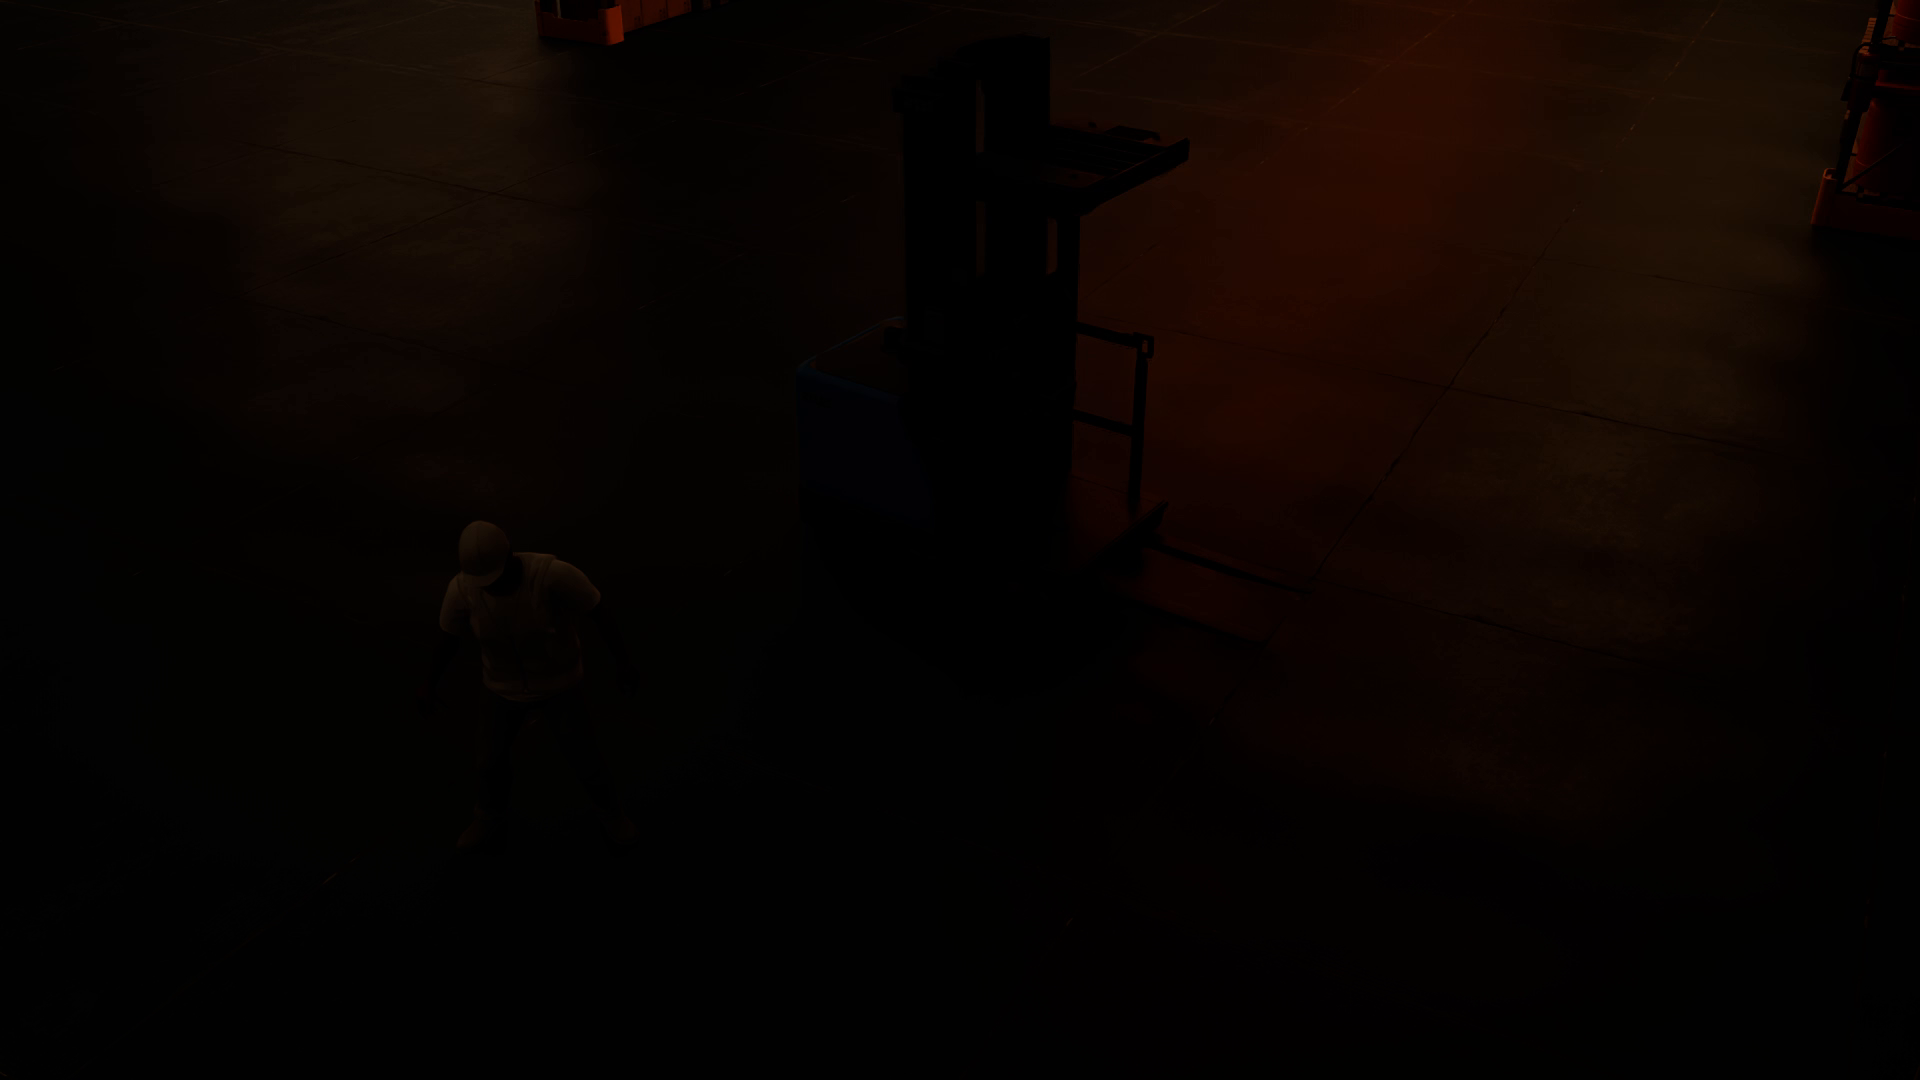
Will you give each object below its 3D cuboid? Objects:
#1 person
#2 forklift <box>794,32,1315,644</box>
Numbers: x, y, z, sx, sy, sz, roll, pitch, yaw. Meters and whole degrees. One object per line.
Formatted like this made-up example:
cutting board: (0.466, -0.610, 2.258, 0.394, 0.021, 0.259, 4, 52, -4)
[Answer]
person: (-1.879, 0.646, 7.193, 0.977, 1.718, 0.439, -1, 30, -2)
forklift: (0.520, -1.113, 8.999, 3.031, 2.935, 1.130, 20, 35, 30)
